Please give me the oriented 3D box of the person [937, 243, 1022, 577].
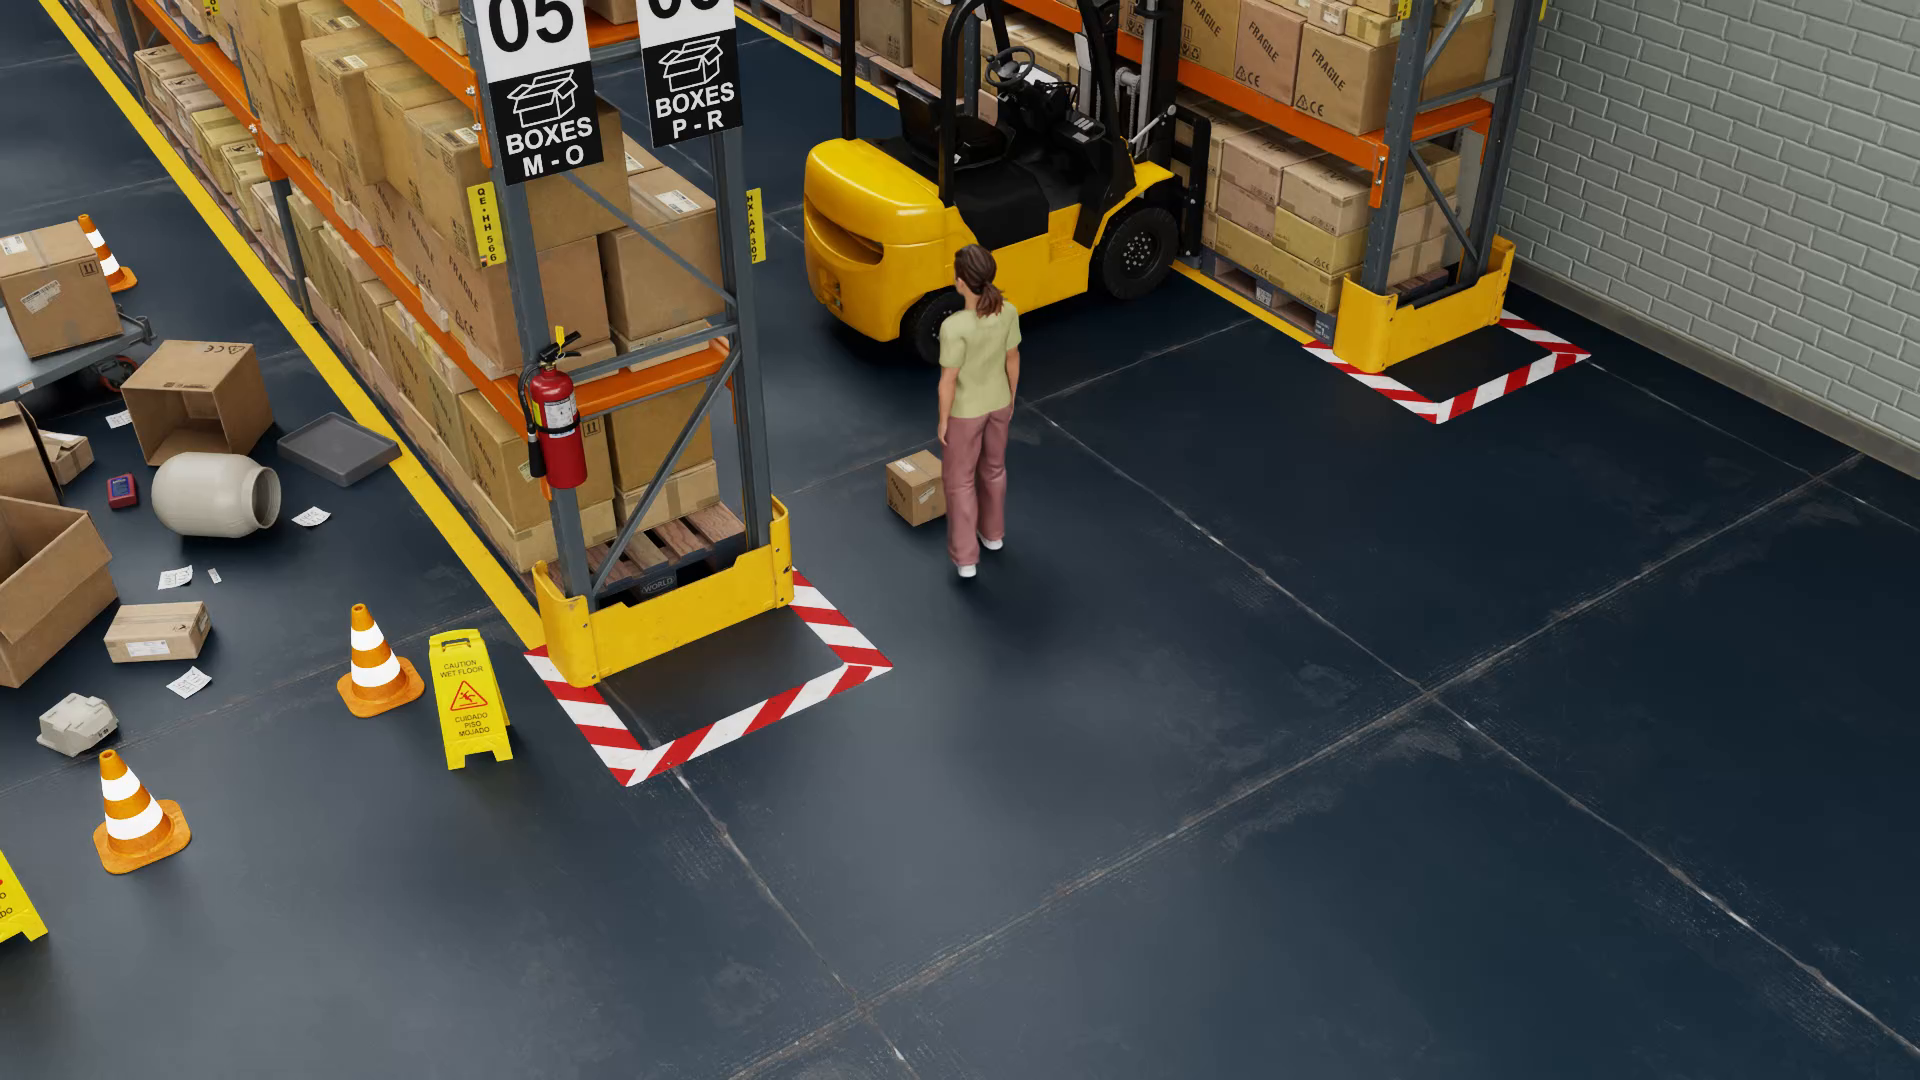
[{"bbox_3d":[0.048,-0.619,7.843,0.451,1.695,0.430,-23,42,-28],"label":"person"}]
